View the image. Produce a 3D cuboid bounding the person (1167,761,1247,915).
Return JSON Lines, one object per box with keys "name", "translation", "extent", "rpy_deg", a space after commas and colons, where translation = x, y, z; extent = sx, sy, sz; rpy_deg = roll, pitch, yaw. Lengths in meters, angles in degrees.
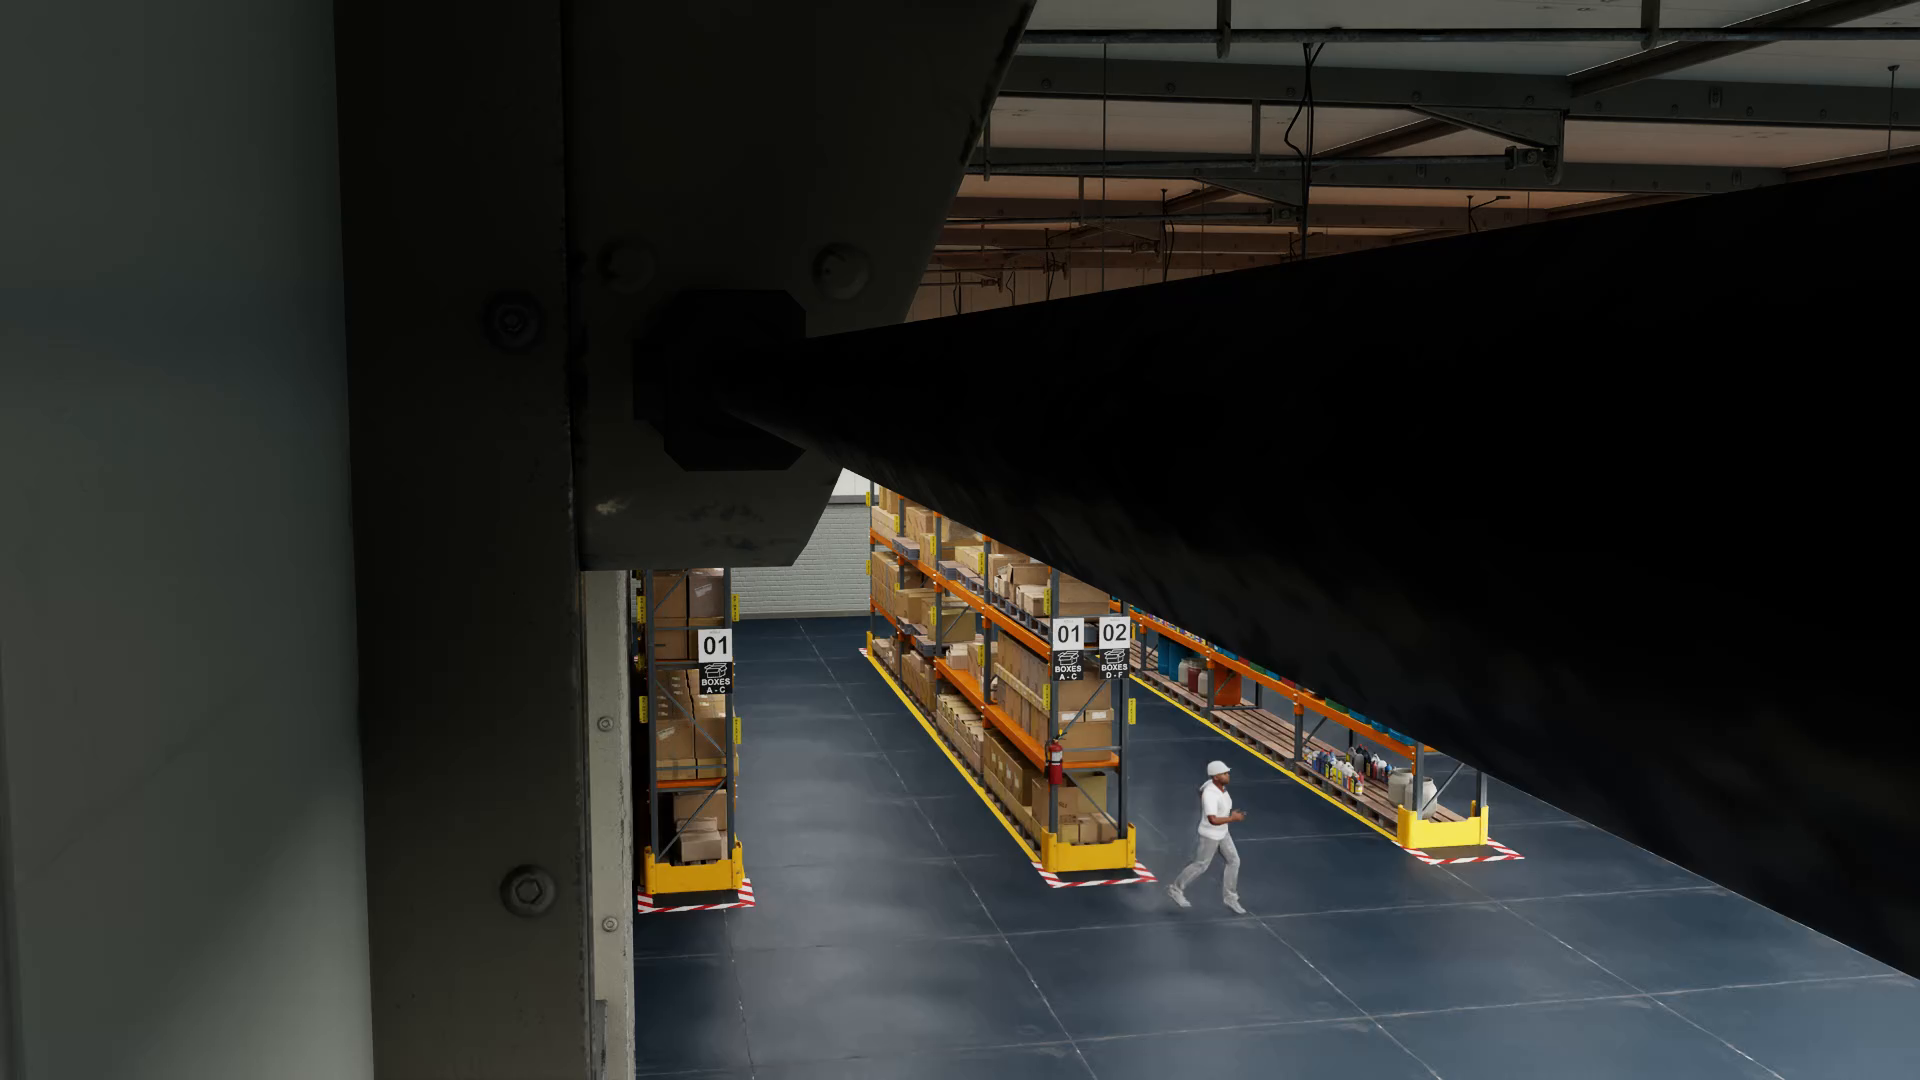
{"name": "person", "translation": [2.896, 3.441, 19.311], "extent": [0.908, 1.814, 0.713], "rpy_deg": [3, 6, 23]}
